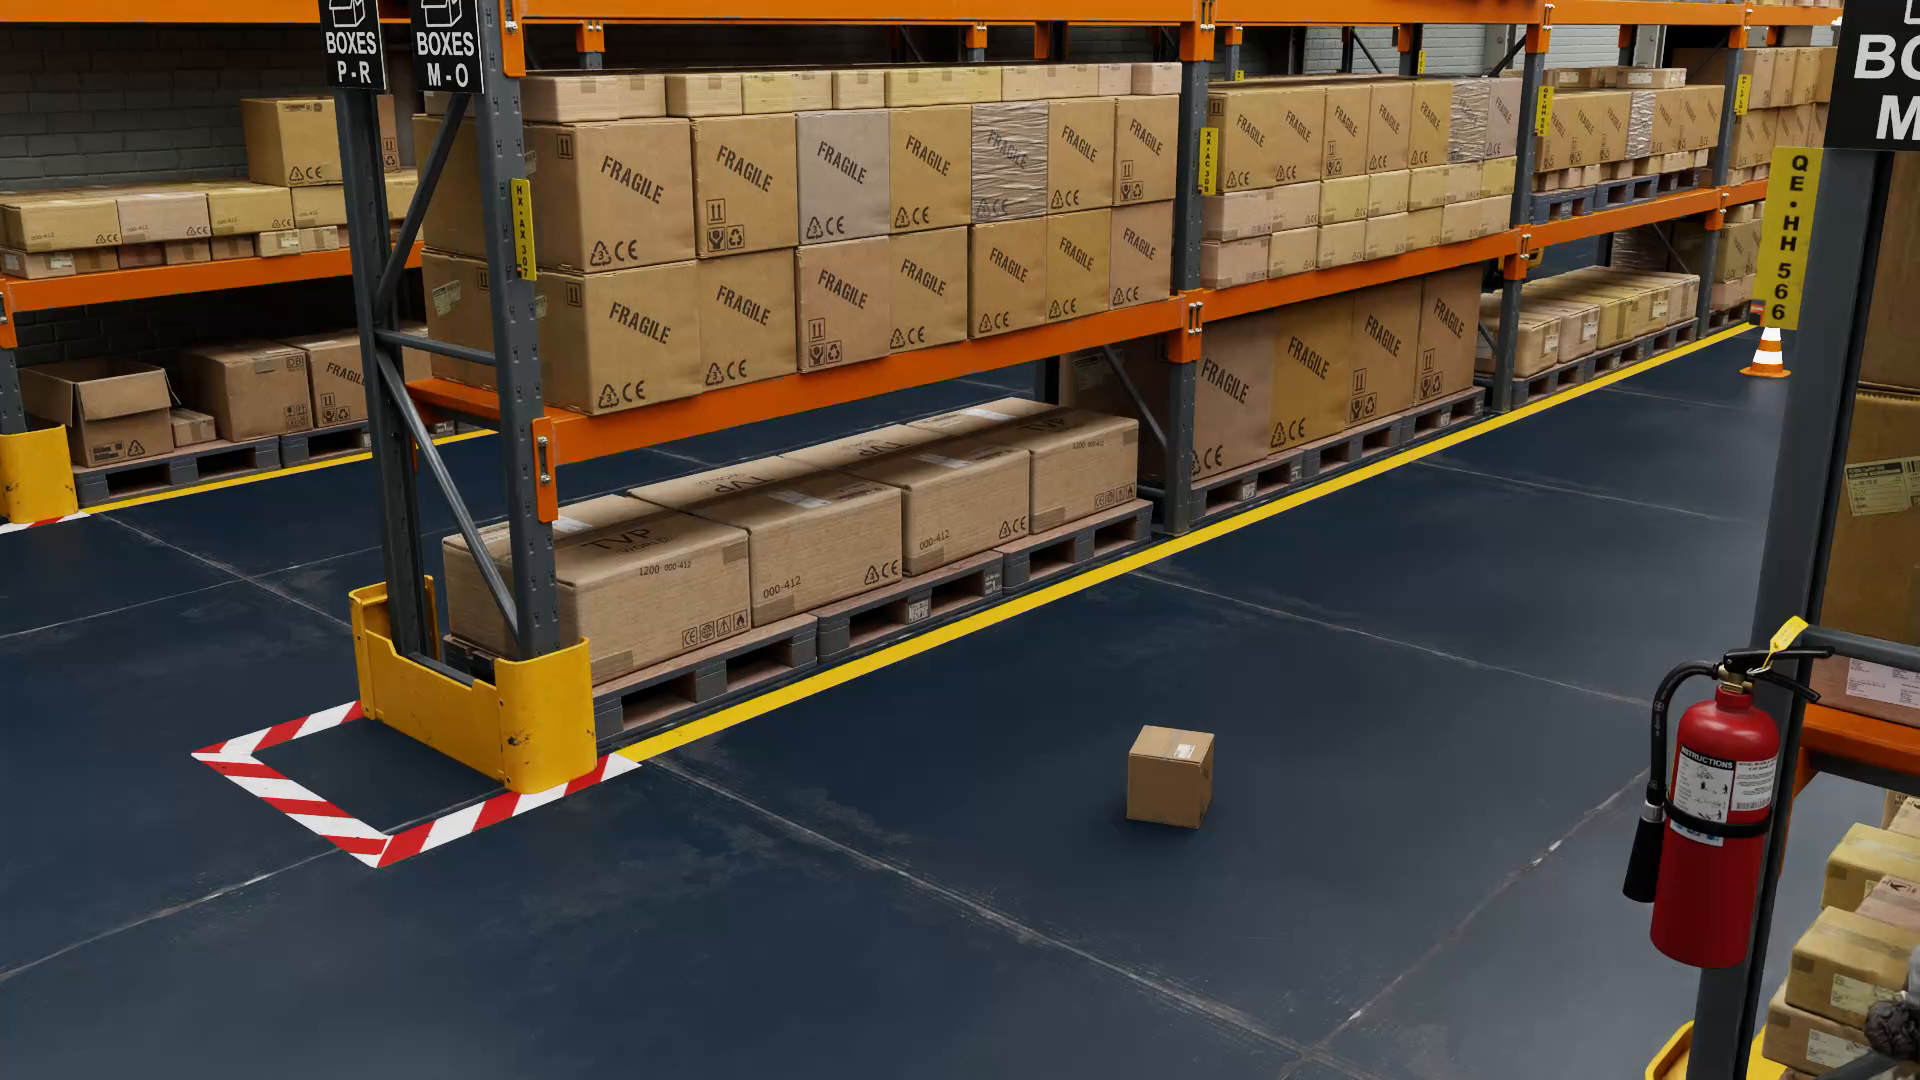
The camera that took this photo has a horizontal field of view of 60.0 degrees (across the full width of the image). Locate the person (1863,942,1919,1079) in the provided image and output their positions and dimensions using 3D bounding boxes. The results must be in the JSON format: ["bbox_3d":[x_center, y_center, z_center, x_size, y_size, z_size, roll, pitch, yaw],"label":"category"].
[{"bbox_3d":[1.120,1.212,2.073,0.487,1.631,0.704,-13,21,-36],"label":"person"}]
